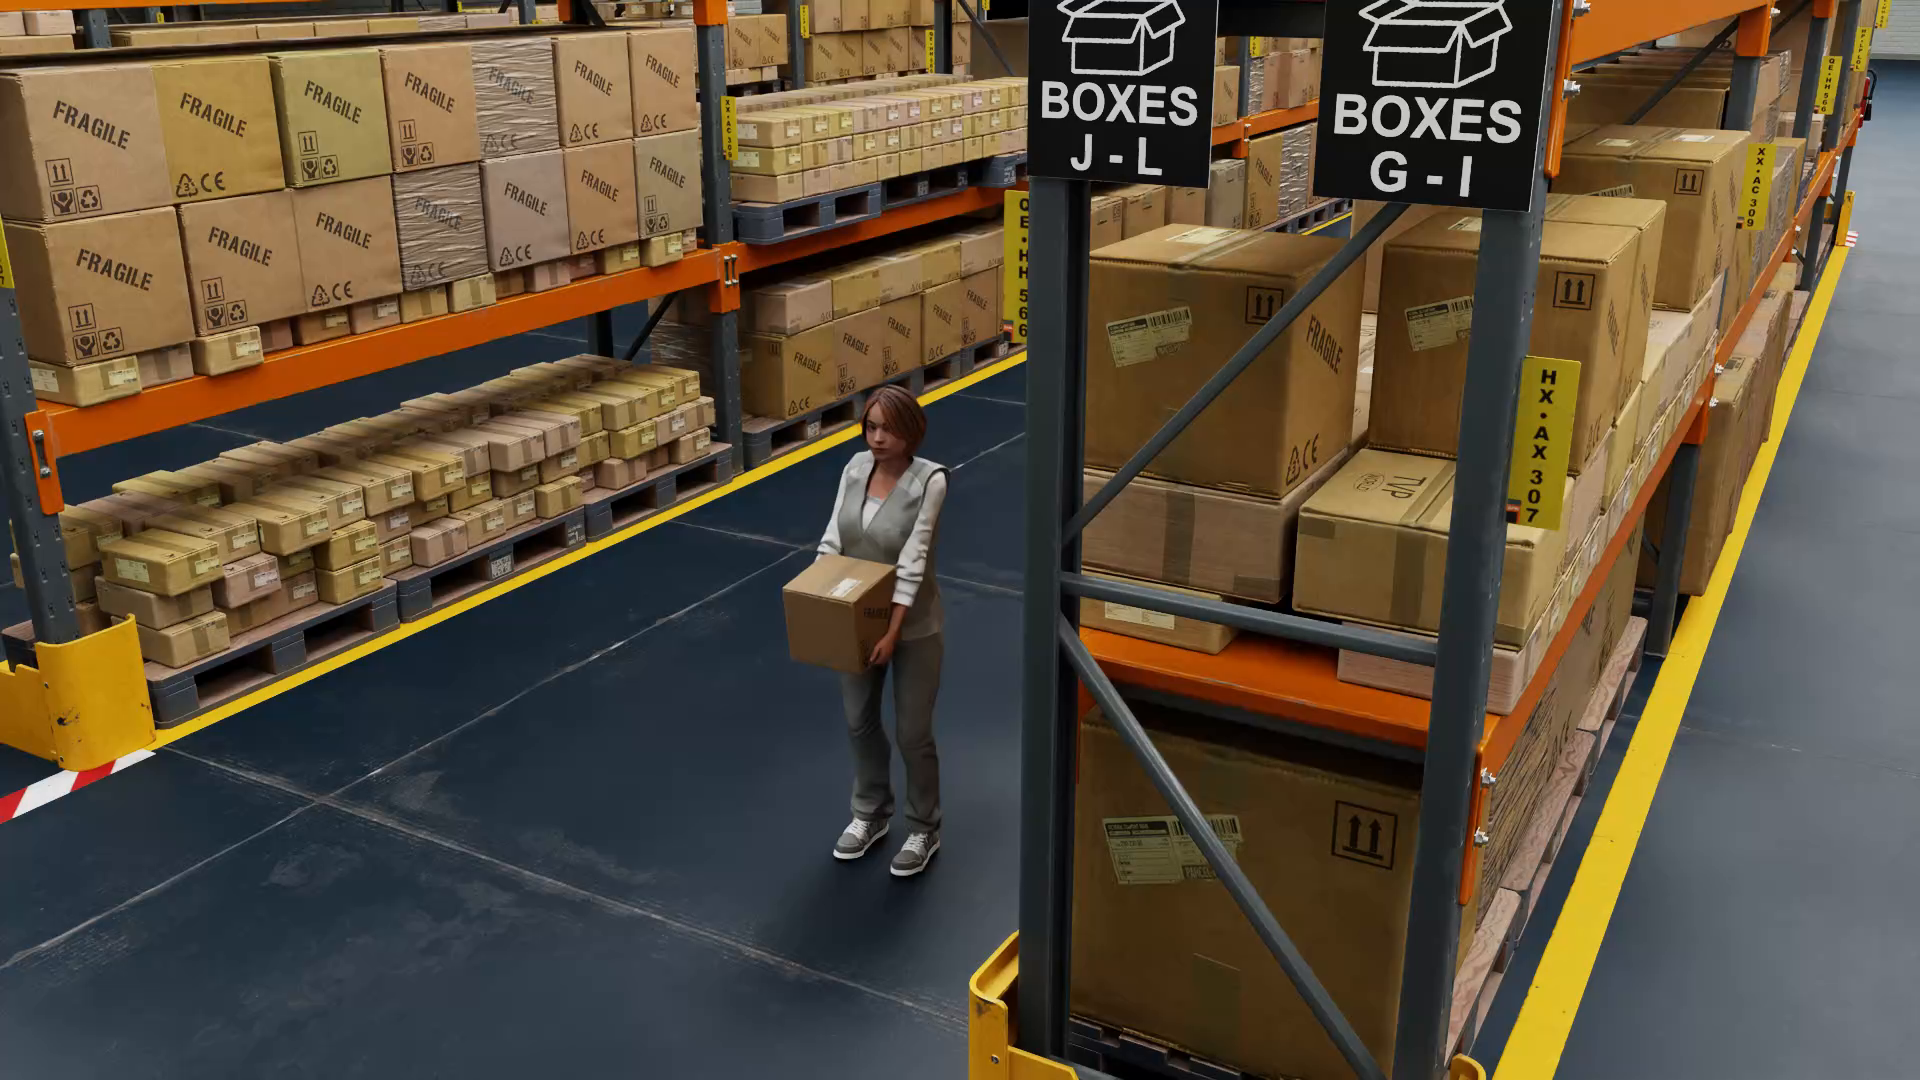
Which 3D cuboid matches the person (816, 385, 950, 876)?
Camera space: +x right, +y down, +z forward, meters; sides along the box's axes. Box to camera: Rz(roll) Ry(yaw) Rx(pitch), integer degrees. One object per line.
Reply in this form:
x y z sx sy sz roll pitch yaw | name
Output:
-0.258 0.311 5.225 0.375 1.599 0.496 10 22 27 | person
